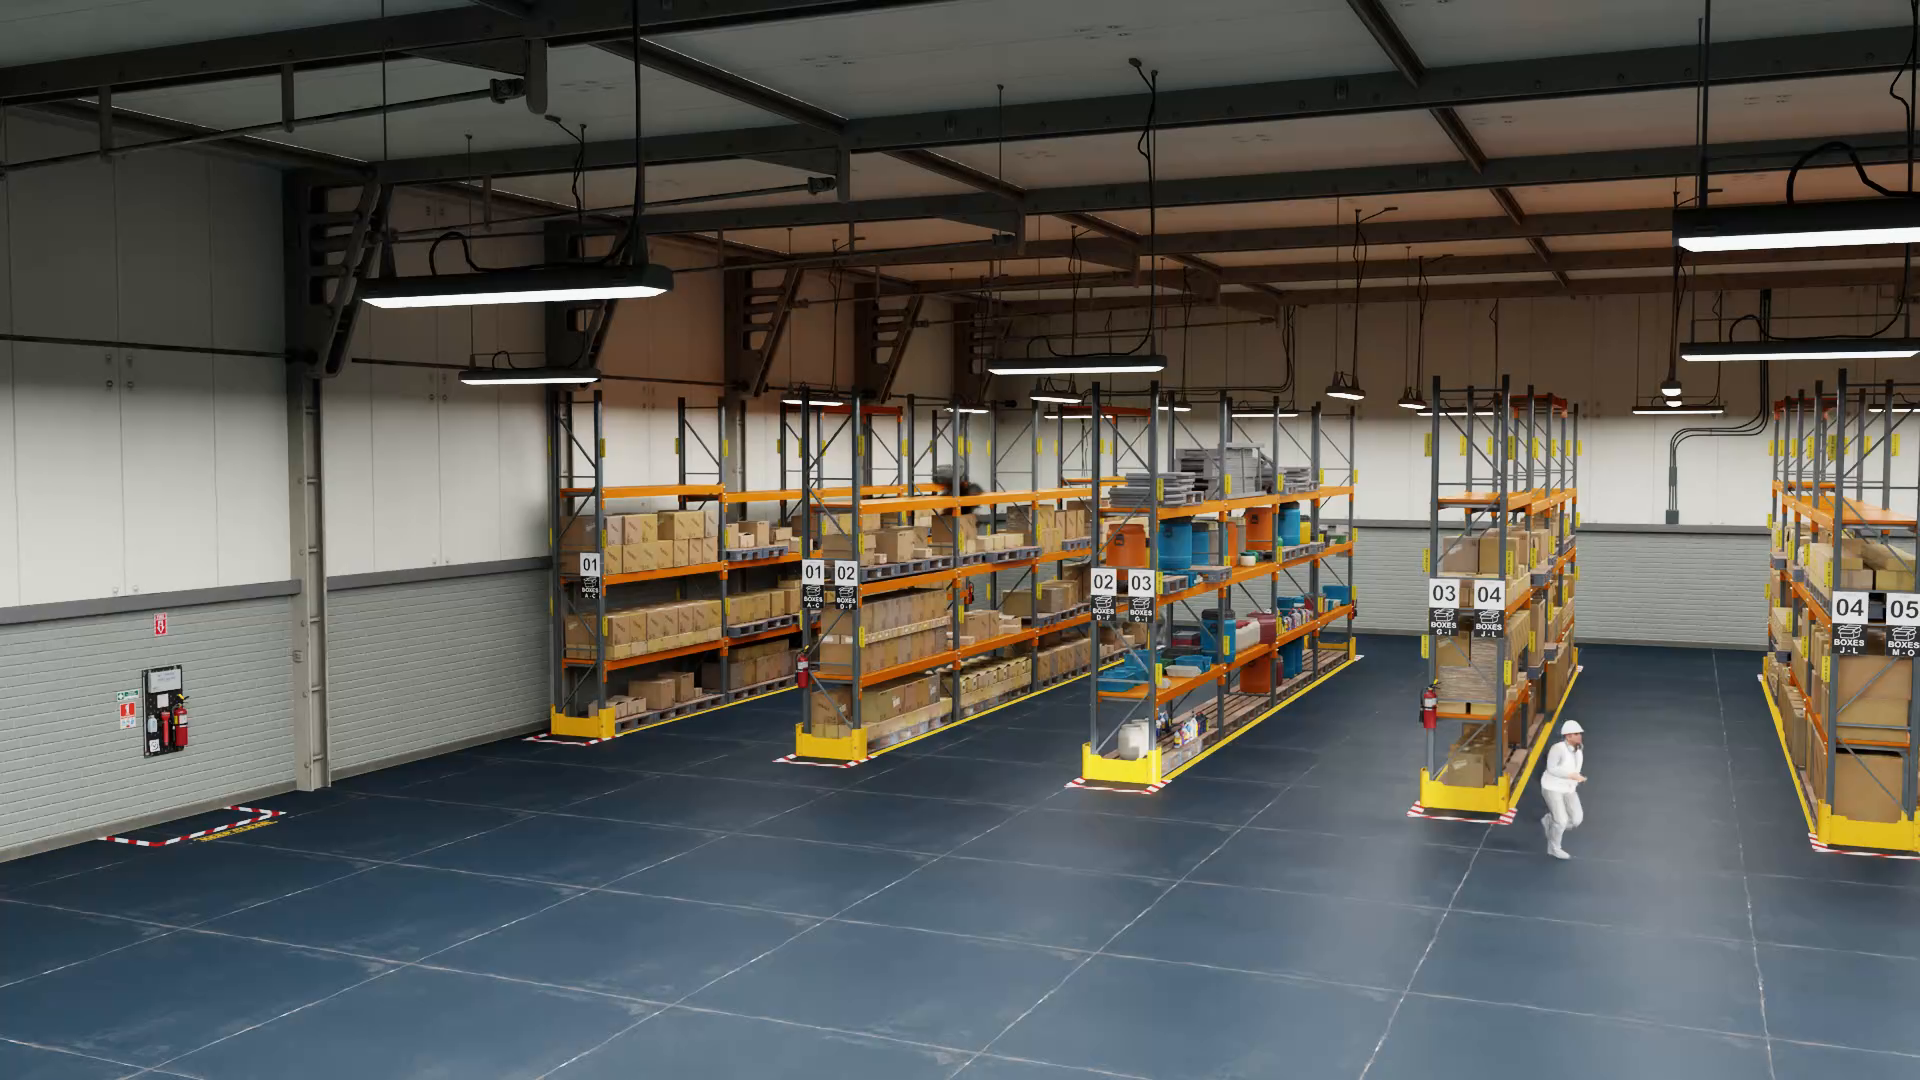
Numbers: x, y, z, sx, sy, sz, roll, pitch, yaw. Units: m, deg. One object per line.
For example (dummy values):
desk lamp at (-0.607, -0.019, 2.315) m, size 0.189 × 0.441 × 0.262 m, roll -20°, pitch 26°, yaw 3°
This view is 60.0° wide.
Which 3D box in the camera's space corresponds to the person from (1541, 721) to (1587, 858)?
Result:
person at (7.367, 3.036, 20.256) m, size 0.639 × 1.710 × 0.718 m, roll -2°, pitch 4°, yaw -27°

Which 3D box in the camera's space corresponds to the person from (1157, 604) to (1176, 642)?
person at (5.175, 1.856, 42.231) m, size 0.692 × 1.675 × 0.640 m, roll 3°, pitch 4°, yaw 43°
